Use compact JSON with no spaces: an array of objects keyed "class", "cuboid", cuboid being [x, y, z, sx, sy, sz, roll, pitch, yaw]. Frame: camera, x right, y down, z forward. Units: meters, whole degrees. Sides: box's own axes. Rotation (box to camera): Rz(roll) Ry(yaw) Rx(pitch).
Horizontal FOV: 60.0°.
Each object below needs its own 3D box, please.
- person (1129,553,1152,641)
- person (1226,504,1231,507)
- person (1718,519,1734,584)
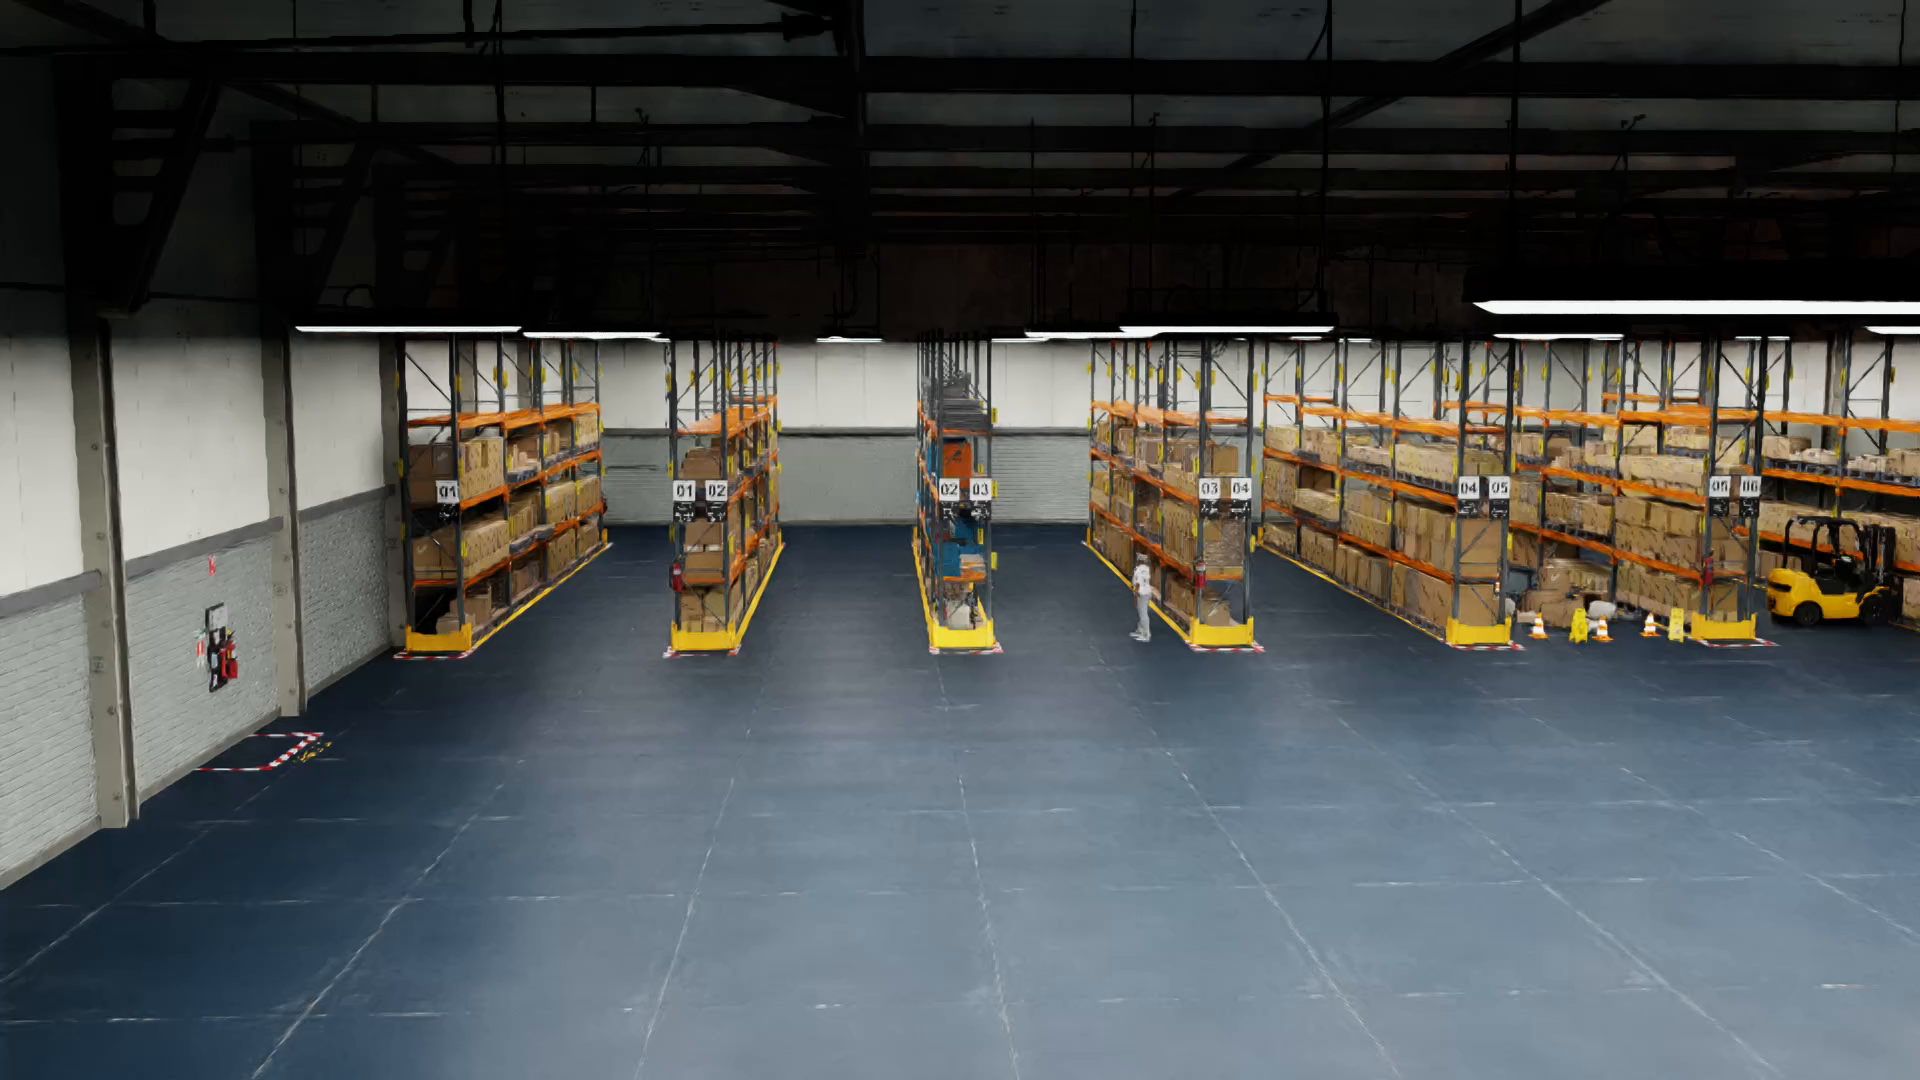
[{"class":"person","cuboid":[3.501,1.085,32.273,0.533,1.665,0.575,4,8,28]},{"class":"person","cuboid":[8.186,-1.190,51.501,0.579,1.710,0.603,7,9,44]},{"class":"person","cuboid":[17.509,0.340,38.127,0.572,1.769,0.618,3,7,24]}]
